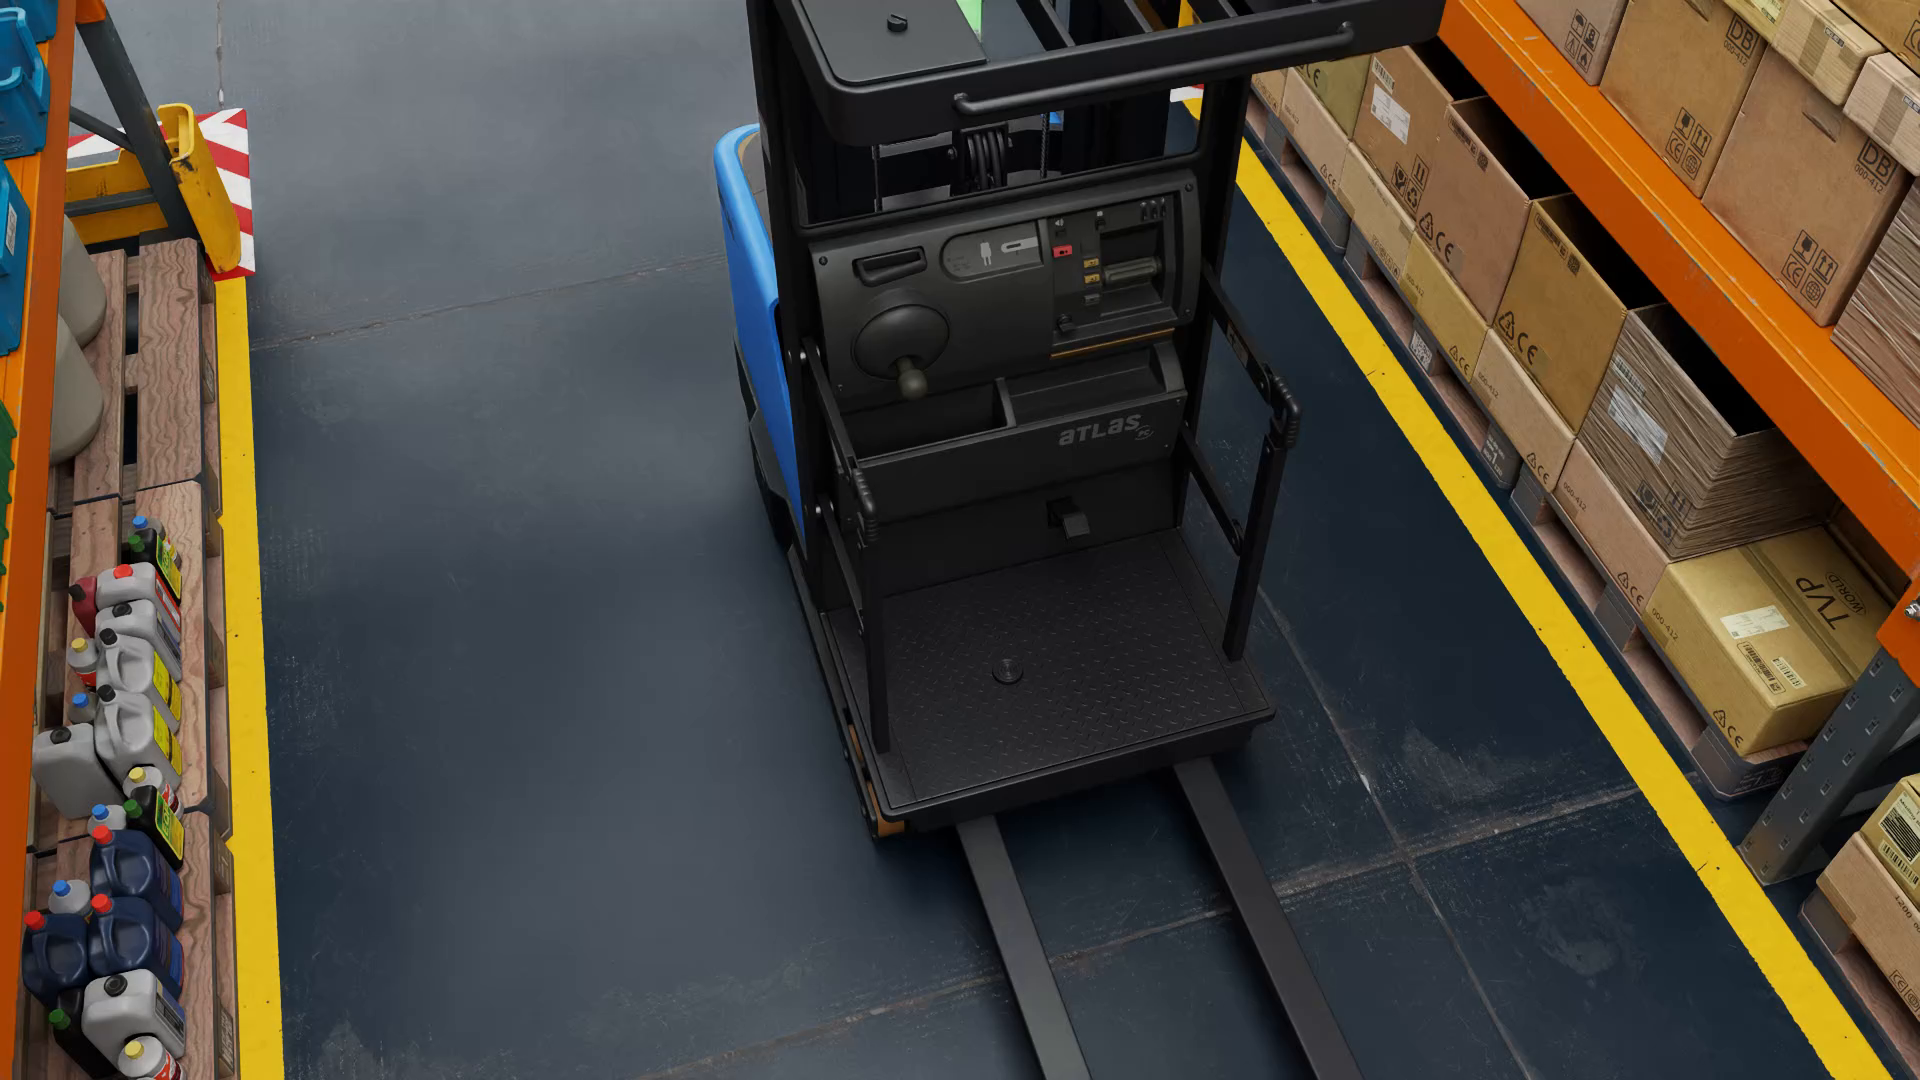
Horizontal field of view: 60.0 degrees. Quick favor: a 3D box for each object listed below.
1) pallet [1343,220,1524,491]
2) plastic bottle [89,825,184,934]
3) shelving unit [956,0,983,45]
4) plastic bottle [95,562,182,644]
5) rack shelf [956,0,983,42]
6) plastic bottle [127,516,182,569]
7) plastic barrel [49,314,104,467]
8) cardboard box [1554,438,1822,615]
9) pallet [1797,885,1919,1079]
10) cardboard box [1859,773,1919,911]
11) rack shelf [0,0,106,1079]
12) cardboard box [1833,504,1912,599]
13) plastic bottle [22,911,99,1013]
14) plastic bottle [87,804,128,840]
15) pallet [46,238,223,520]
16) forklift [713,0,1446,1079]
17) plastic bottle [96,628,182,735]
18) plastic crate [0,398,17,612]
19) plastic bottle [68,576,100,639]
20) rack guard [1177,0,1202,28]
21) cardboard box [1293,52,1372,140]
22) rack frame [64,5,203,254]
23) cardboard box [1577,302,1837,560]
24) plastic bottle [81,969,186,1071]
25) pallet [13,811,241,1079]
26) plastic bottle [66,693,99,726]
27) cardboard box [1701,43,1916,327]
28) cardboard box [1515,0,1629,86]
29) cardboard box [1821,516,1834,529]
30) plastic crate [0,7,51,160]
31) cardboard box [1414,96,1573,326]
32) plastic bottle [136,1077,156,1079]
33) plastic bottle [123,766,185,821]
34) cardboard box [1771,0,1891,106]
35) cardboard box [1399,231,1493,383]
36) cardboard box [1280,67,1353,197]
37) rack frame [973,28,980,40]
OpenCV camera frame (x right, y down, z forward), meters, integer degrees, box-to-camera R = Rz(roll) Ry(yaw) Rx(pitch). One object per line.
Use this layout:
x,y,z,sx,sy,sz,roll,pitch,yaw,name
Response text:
2.050,-0.774,5.765,1.003,0.211,1.213,-13,51,-11,pallet
-2.021,0.818,4.043,0.144,0.351,0.185,-15,52,-13,plastic bottle
-0.056,-1.325,5.582,0.258,1.200,0.503,1,50,1,shelving unit
-2.296,0.174,4.635,0.152,0.276,0.135,-13,51,-11,plastic bottle
-0.056,-1.593,5.264,0.258,0.148,0.480,1,50,1,rack shelf
-2.344,0.008,4.824,0.097,0.201,0.097,0,50,0,plastic bottle
-2.890,-0.498,5.061,0.421,0.512,0.421,0,50,0,plastic barrel
2.126,-0.096,4.893,0.500,0.250,0.500,-13,51,-11,cardboard box
2.865,1.238,4.068,1.003,0.211,1.213,-13,51,-11,pallet
2.494,0.738,3.823,0.500,0.311,0.500,-13,51,-11,cardboard box
-2.714,-0.302,4.013,1.077,0.370,4.000,-13,51,-11,rack shelf
2.772,-0.090,4.398,0.500,0.500,0.500,-13,51,-11,cardboard box
-2.103,0.988,3.900,0.144,0.351,0.185,-13,51,-11,plastic bottle
-2.100,0.744,4.157,0.097,0.271,0.097,0,50,0,plastic bottle
-3.003,-0.456,5.497,1.003,0.211,1.213,-13,51,-11,pallet
0.187,-0.485,3.742,1.130,2.935,3.031,-13,51,-11,forklift
-2.202,0.372,4.420,0.144,0.351,0.185,-11,51,-9,plastic bottle
-2.255,-0.060,3.477,0.450,0.188,0.662,-13,51,-11,plastic crate
-2.397,0.196,4.611,0.061,0.283,0.133,-13,51,-11,plastic bottle
1.420,-2.323,6.882,1.175,0.500,0.348,-13,51,-11,rack guard
1.523,-1.796,5.835,0.500,0.500,0.500,-13,51,-11,cardboard box
-3.306,-1.994,4.969,1.000,3.000,0.127,-13,51,-11,rack frame
2.127,-0.338,4.606,0.500,0.500,0.500,-13,51,-11,cardboard box
-1.920,1.101,3.853,0.152,0.276,0.135,-12,51,-10,plastic bottle
-2.282,1.326,3.994,1.003,0.211,1.213,-13,51,-11,pallet
-2.304,0.479,4.427,0.097,0.201,0.097,0,50,0,plastic bottle
2.311,-0.929,4.006,0.700,0.500,0.500,-14,51,-11,cardboard box
2.013,-1.670,4.631,0.700,0.500,0.500,-12,51,-10,cardboard box
2.619,-0.213,4.991,0.500,0.250,0.500,-13,51,-11,cardboard box
-2.685,-1.173,4.374,0.499,0.251,0.408,-13,51,-11,plastic crate
1.814,-1.064,5.219,0.500,0.500,0.500,-13,51,-11,cardboard box
-1.828,1.281,3.751,0.097,0.201,0.097,0,50,0,plastic bottle
-2.082,0.654,4.279,0.097,0.201,0.097,0,50,0,plastic bottle
2.095,-1.145,3.764,0.380,0.149,0.250,-13,51,-11,cardboard box
1.815,-0.823,5.506,0.500,0.250,0.500,-13,51,-11,cardboard box
1.525,-1.554,6.122,0.500,0.250,0.500,-13,51,-11,cardboard box
-0.062,-1.139,5.425,0.240,1.200,0.015,1,50,1,rack frame
